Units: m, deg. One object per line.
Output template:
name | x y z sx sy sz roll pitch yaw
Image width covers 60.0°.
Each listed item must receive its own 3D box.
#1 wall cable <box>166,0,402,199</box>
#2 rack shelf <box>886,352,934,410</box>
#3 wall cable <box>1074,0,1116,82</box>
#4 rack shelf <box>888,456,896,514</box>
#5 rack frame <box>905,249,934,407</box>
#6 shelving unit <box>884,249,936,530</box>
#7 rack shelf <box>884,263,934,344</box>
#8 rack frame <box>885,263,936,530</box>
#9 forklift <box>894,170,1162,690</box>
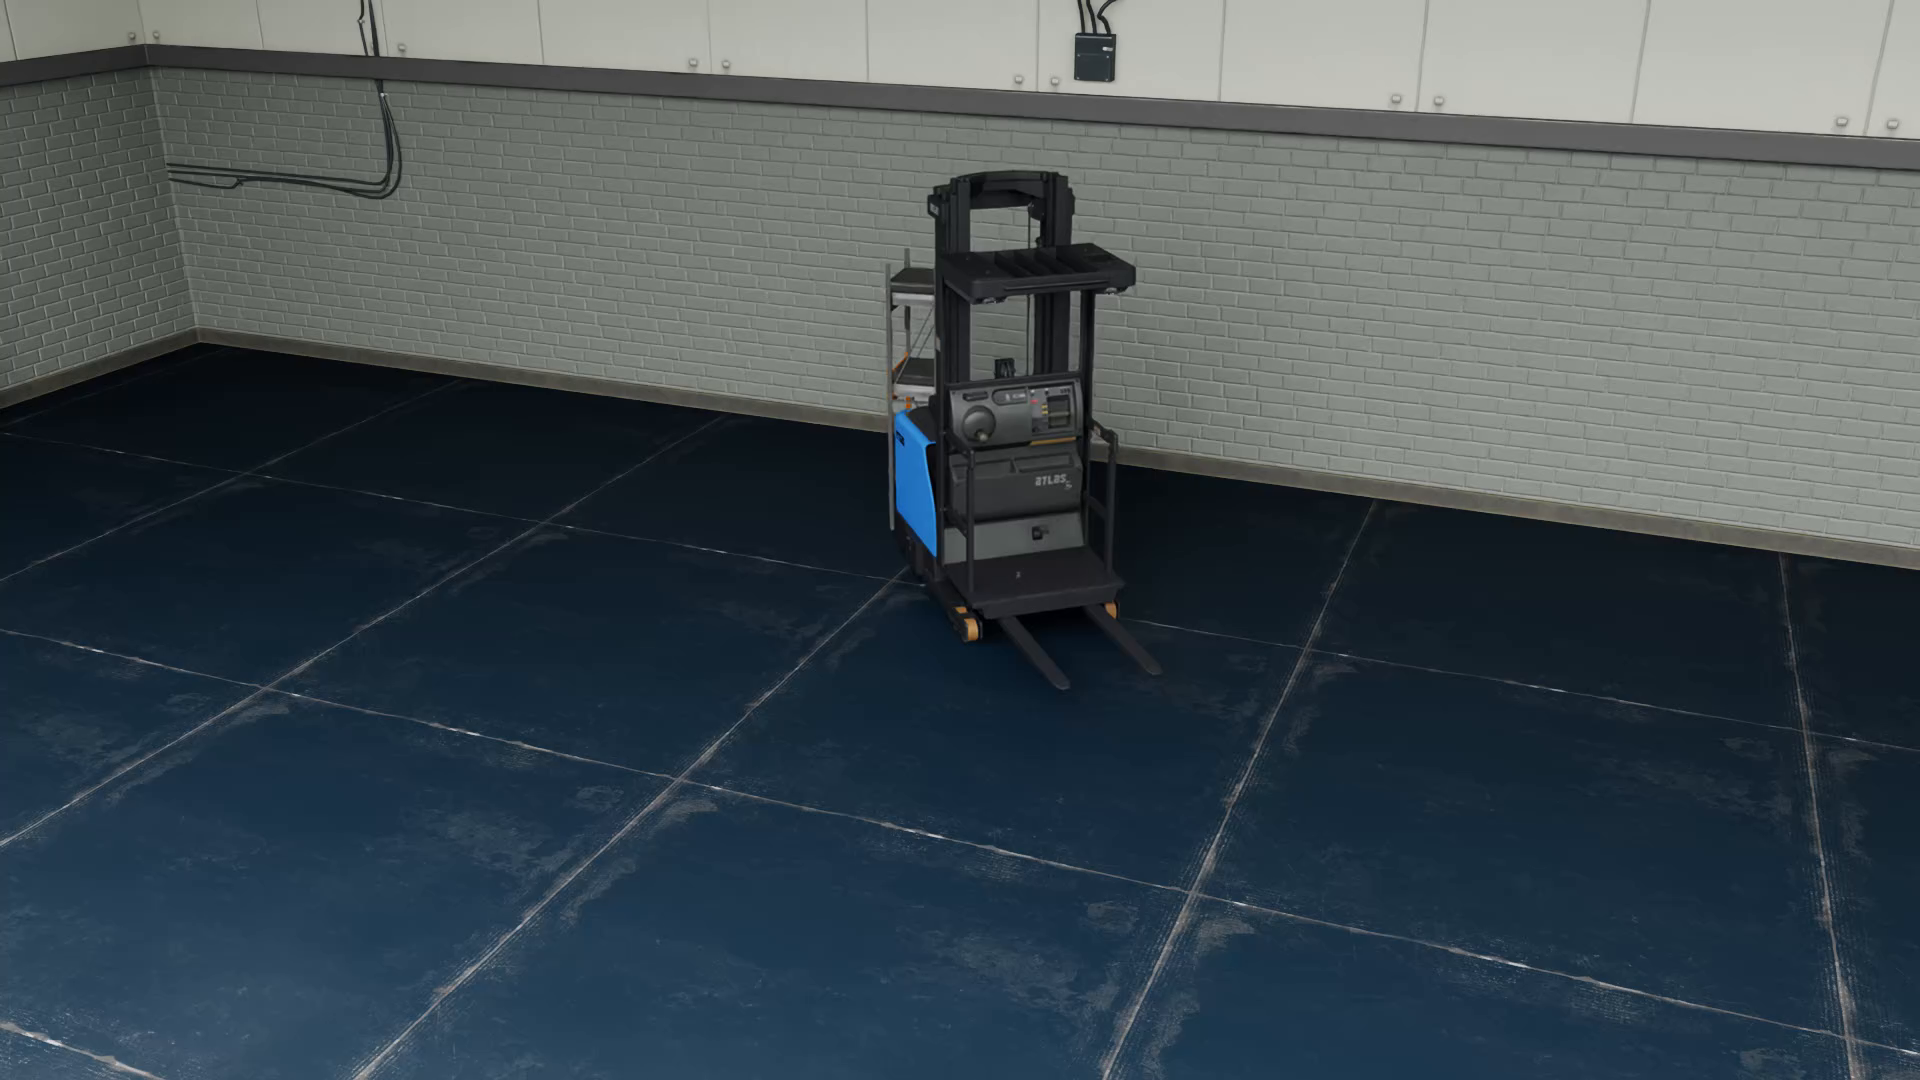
wall cable | -6.822 -4.626 16.179 3.097 2.526 0.112 9 24 20
rack shelf | -0.287 -1.108 12.715 0.431 0.518 0.480 6 23 14
wall cable | 1.986 -6.263 11.657 2.305 6.003 0.169 9 24 20
rack shelf | -0.287 -0.463 12.985 0.431 0.518 0.480 6 23 14
rack frame | -0.224 -1.212 12.927 0.400 2.100 0.015 6 23 14
shelving unit | -0.287 -1.121 12.709 0.431 2.100 0.503 6 23 14
rack shelf | -0.287 -1.754 12.445 0.431 0.518 0.480 6 23 14
rack frame | -0.350 -1.030 12.492 0.400 2.100 0.015 6 23 14
forklift | 0.450 -0.843 10.964 1.130 2.935 3.031 -7 24 -17
